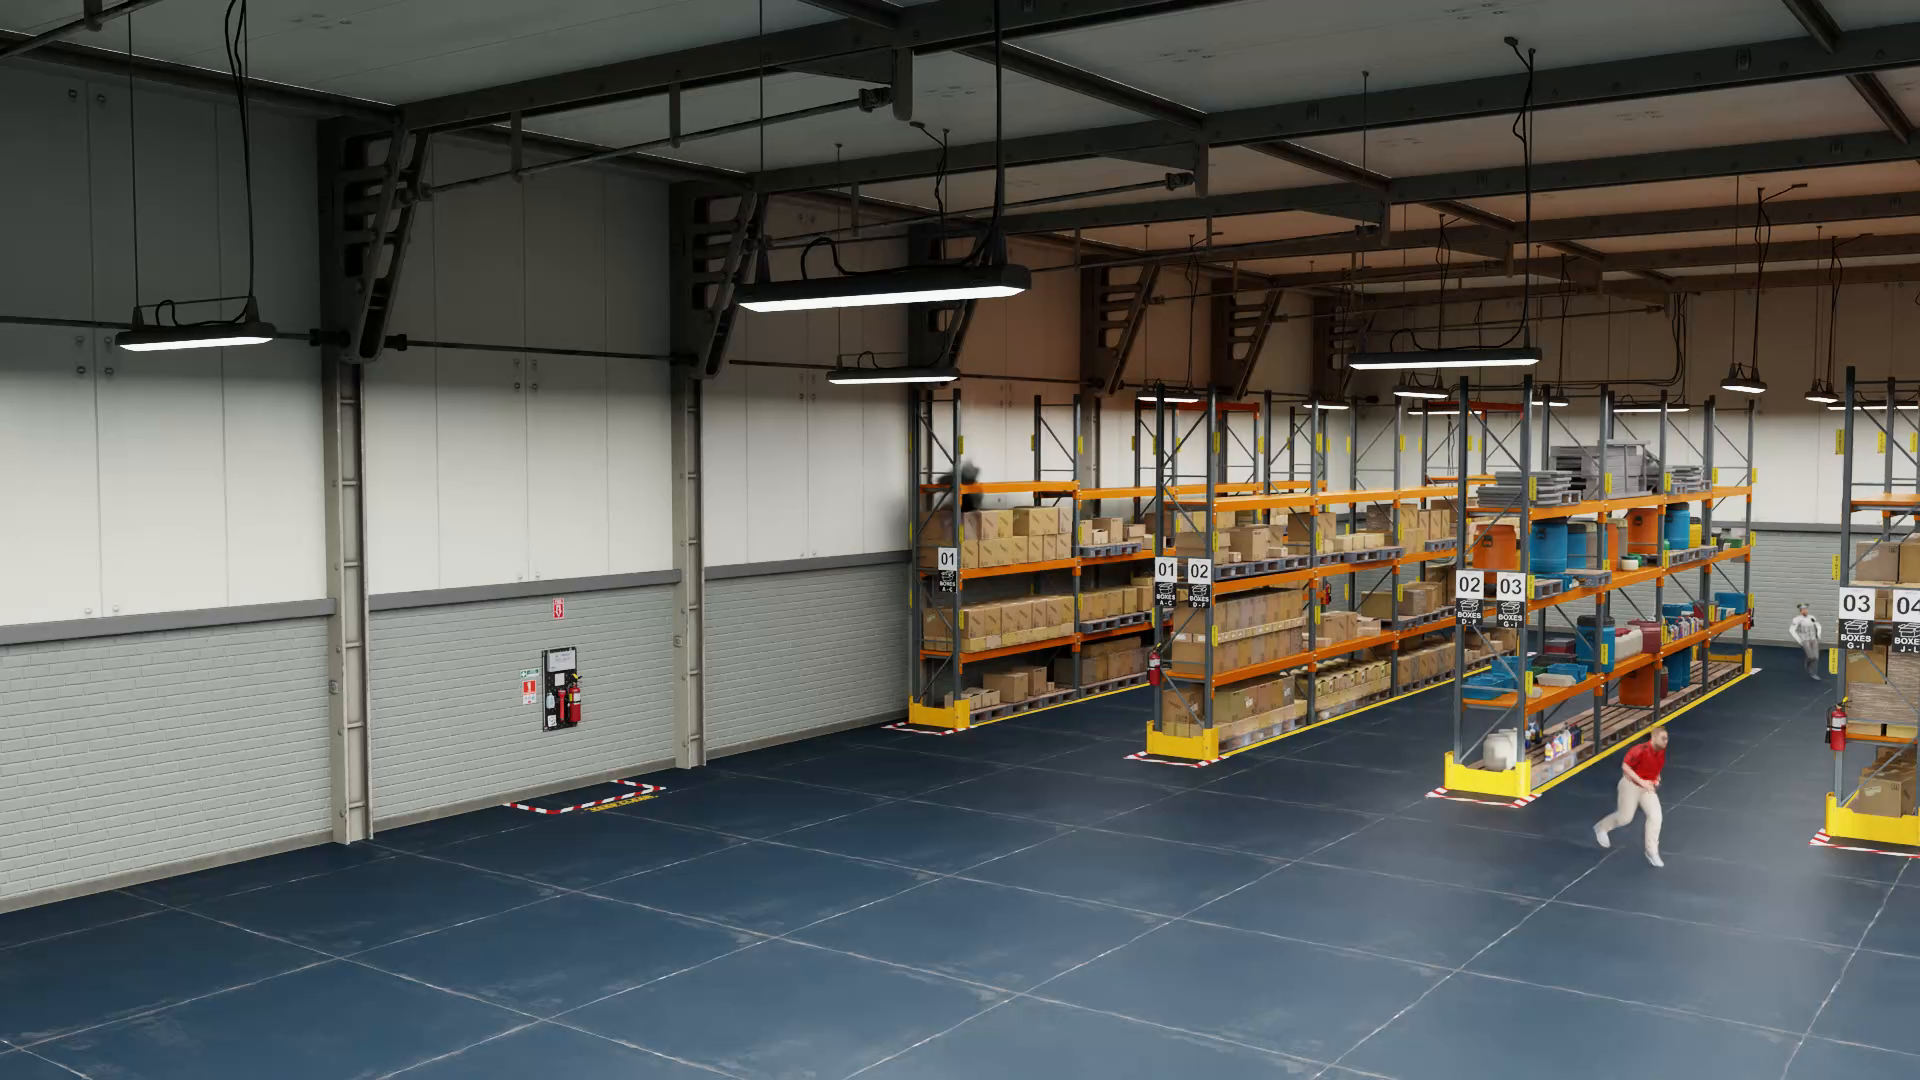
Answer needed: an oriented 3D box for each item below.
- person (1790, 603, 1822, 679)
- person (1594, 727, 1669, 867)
[{"bbox_3d":[18.217,2.172,35.746,0.652,1.623,0.487,0,3,6],"label":"person"},{"bbox_3d":[8.153,3.055,20.170,0.700,1.694,1.018,-2,4,-31],"label":"person"}]
